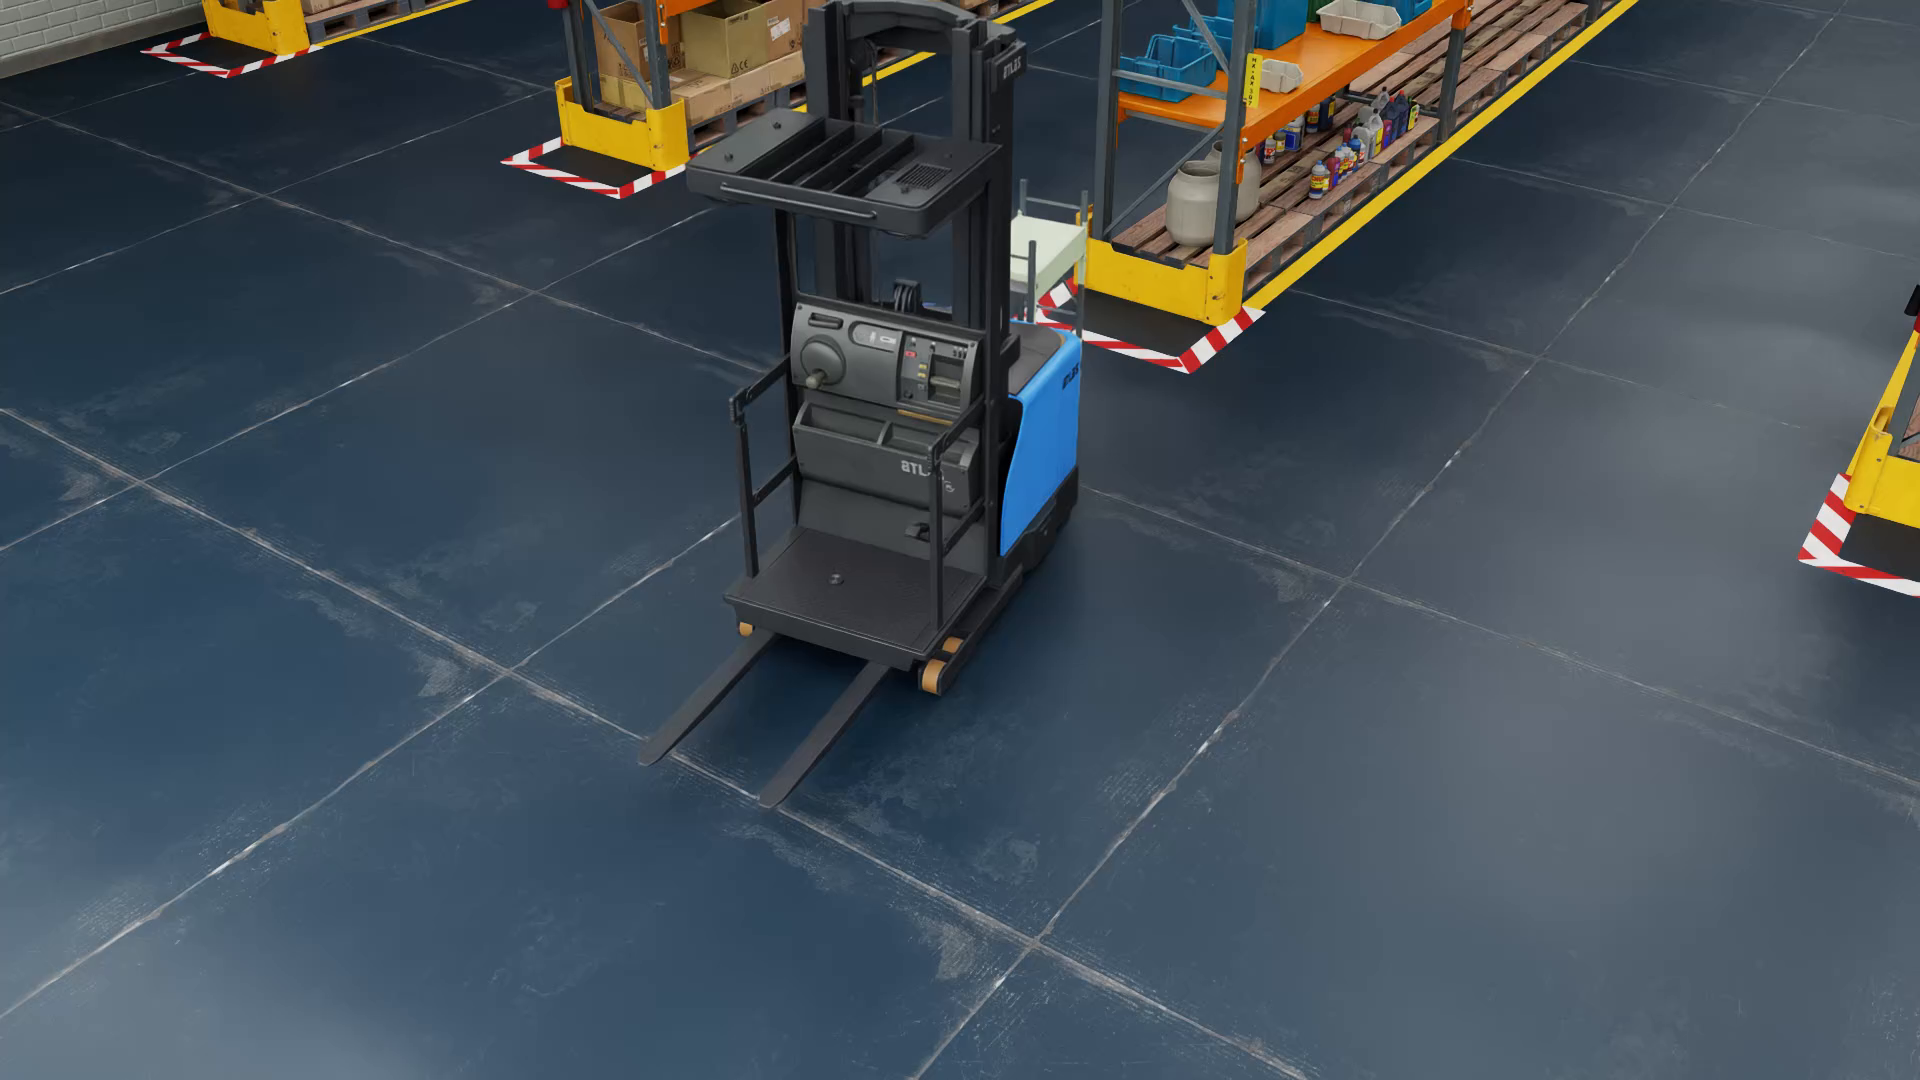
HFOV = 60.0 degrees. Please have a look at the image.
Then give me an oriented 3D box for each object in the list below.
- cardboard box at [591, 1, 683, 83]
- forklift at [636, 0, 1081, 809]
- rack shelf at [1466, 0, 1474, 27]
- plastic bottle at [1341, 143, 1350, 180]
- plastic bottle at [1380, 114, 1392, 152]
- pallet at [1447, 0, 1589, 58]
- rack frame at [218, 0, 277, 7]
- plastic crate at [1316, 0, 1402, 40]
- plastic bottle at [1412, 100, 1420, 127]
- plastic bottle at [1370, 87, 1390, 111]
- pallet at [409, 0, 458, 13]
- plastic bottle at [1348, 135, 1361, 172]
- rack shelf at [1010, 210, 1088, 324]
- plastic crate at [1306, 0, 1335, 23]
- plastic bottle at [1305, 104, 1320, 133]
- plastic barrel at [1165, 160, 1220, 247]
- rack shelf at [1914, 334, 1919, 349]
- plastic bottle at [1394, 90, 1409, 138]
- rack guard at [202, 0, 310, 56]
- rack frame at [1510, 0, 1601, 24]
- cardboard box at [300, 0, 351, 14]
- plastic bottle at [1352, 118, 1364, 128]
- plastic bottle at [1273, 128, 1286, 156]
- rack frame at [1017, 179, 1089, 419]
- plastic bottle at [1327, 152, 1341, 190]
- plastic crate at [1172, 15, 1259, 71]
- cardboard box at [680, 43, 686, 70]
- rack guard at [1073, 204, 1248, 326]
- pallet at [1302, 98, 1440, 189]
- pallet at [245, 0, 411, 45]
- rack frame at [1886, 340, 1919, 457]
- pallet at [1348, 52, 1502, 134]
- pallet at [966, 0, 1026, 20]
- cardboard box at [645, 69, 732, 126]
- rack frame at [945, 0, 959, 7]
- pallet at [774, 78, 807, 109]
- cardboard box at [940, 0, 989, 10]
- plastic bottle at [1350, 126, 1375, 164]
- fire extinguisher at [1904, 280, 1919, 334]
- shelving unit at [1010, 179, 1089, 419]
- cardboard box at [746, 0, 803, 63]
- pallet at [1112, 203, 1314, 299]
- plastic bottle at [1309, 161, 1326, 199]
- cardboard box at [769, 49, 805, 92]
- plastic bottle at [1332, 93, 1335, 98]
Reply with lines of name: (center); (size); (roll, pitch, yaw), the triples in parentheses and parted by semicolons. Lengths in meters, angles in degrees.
cardboard box: (-2.670, -4.135, 13.773); (0.500, 0.500, 0.500); (21, 39, 28)
forklift: (-0.442, -0.765, 7.441); (1.130, 2.935, 3.031); (15, 37, 21)
rack shelf: (4.757, -5.327, 14.767); (1.077, 0.370, 4.000); (21, 39, 28)
plastic bottle: (2.878, -2.854, 12.512); (0.097, 0.271, 0.097); (0, 34, 0)
plastic bottle: (3.318, -3.196, 13.007); (0.061, 0.283, 0.133); (24, 41, 31)
pallet: (5.424, -5.046, 16.199); (1.003, 0.211, 1.213); (21, 39, 28)
rack frame: (-6.803, -6.028, 15.162); (1.000, 3.000, 0.127); (21, 39, 28)
plastic crate: (2.899, -3.767, 12.054); (0.530, 0.136, 0.437); (21, 39, 28)
plastic bottle: (3.666, -3.461, 13.471); (0.097, 0.201, 0.097); (0, 34, 0)
plastic bottle: (3.368, -3.447, 13.317); (0.144, 0.351, 0.185); (21, 39, 28)
pallet: (-5.571, -5.830, 17.358); (1.003, 0.211, 1.213); (21, 39, 28)
plastic bottle: (2.994, -2.948, 12.649); (0.097, 0.271, 0.097); (0, 34, 0)
rack shelf: (0.362, -1.462, 9.052); (0.431, 0.370, 0.720); (15, 37, 21)
plastic crate: (2.611, -4.082, 12.473); (0.450, 0.188, 0.662); (21, 39, 28)
plastic bottle: (2.832, -3.412, 13.337); (0.097, 0.271, 0.097); (0, 34, 0)
plastic barrel: (1.648, -2.334, 11.546); (0.421, 0.512, 0.421); (0, 34, 0)
rack shelf: (6.545, -1.904, 9.706); (1.077, 0.370, 4.000); (21, 39, 28)
plastic bottle: (3.486, -3.401, 13.249); (0.144, 0.351, 0.185); (20, 39, 27)
rack guard: (-6.760, -5.028, 15.914); (1.175, 0.500, 0.348); (21, 39, 28)
rack frame: (5.897, -6.545, 15.927); (1.000, 3.000, 0.127); (21, 39, 28)
cardboard box: (-6.335, -5.386, 16.220); (0.500, 0.311, 0.500); (17, 37, 23)
plastic bottle: (3.094, -3.157, 12.948); (0.061, 0.283, 0.133); (21, 39, 28)
plastic bottle: (2.483, -3.102, 12.940); (0.097, 0.201, 0.097); (0, 34, 0)
rack frame: (0.518, -1.324, 9.545); (0.400, 1.500, 0.023); (15, 37, 21)
plastic bottle: (2.770, -2.754, 12.352); (0.061, 0.283, 0.133); (22, 40, 29)
plastic crate: (1.750, -3.425, 11.445); (0.499, 0.251, 0.408); (21, 39, 28)
cardboard box: (-2.393, -4.058, 14.328); (0.500, 0.250, 0.500); (21, 39, 28)
rack guard: (1.340, -1.878, 11.257); (1.175, 0.500, 0.348); (21, 39, 28)
pallet: (3.199, -3.254, 13.548); (1.003, 0.211, 1.213); (21, 39, 28)
pallet: (-6.267, -5.271, 16.531); (1.003, 0.211, 1.213); (21, 39, 28)
rack frame: (5.405, -1.282, 8.143); (1.000, 3.000, 0.127); (21, 39, 28)
pallet: (4.032, -3.923, 14.538); (1.003, 0.211, 1.213); (21, 39, 28)
pallet: (-0.063, -5.485, 16.848); (1.003, 0.211, 1.213); (21, 39, 28)
cardboard box: (-2.243, -3.658, 13.737); (0.500, 0.250, 0.500); (21, 39, 28)
rack frame: (-0.451, -6.288, 15.547); (1.000, 3.000, 0.127); (21, 39, 28)
pallet: (-1.634, -4.217, 14.973); (1.003, 0.211, 1.213); (21, 39, 28)
cardboard box: (-0.017, -5.430, 16.357); (0.500, 0.250, 0.500); (20, 39, 27)
plastic bottle: (3.097, -3.060, 12.811); (0.152, 0.276, 0.135); (22, 40, 29)
fire extinguisher: (4.961, -1.344, 8.305); (0.296, 0.674, 0.183); (21, 39, 28)
shelving unit: (0.362, -1.139, 9.270); (0.431, 1.500, 0.755); (15, 37, 21)
cardboard box: (-1.685, -4.434, 14.215); (0.500, 0.500, 0.500); (21, 39, 28)
pallet: (1.808, -2.131, 11.888); (1.003, 0.211, 1.213); (21, 39, 28)
plastic bottle: (2.625, -2.651, 12.210); (0.097, 0.271, 0.097); (0, 34, 0)
cardboard box: (-1.675, -4.119, 14.419); (0.500, 0.250, 0.500); (21, 39, 28)
plastic bottle: (3.001, -3.564, 13.550); (0.061, 0.283, 0.133); (21, 39, 28)
